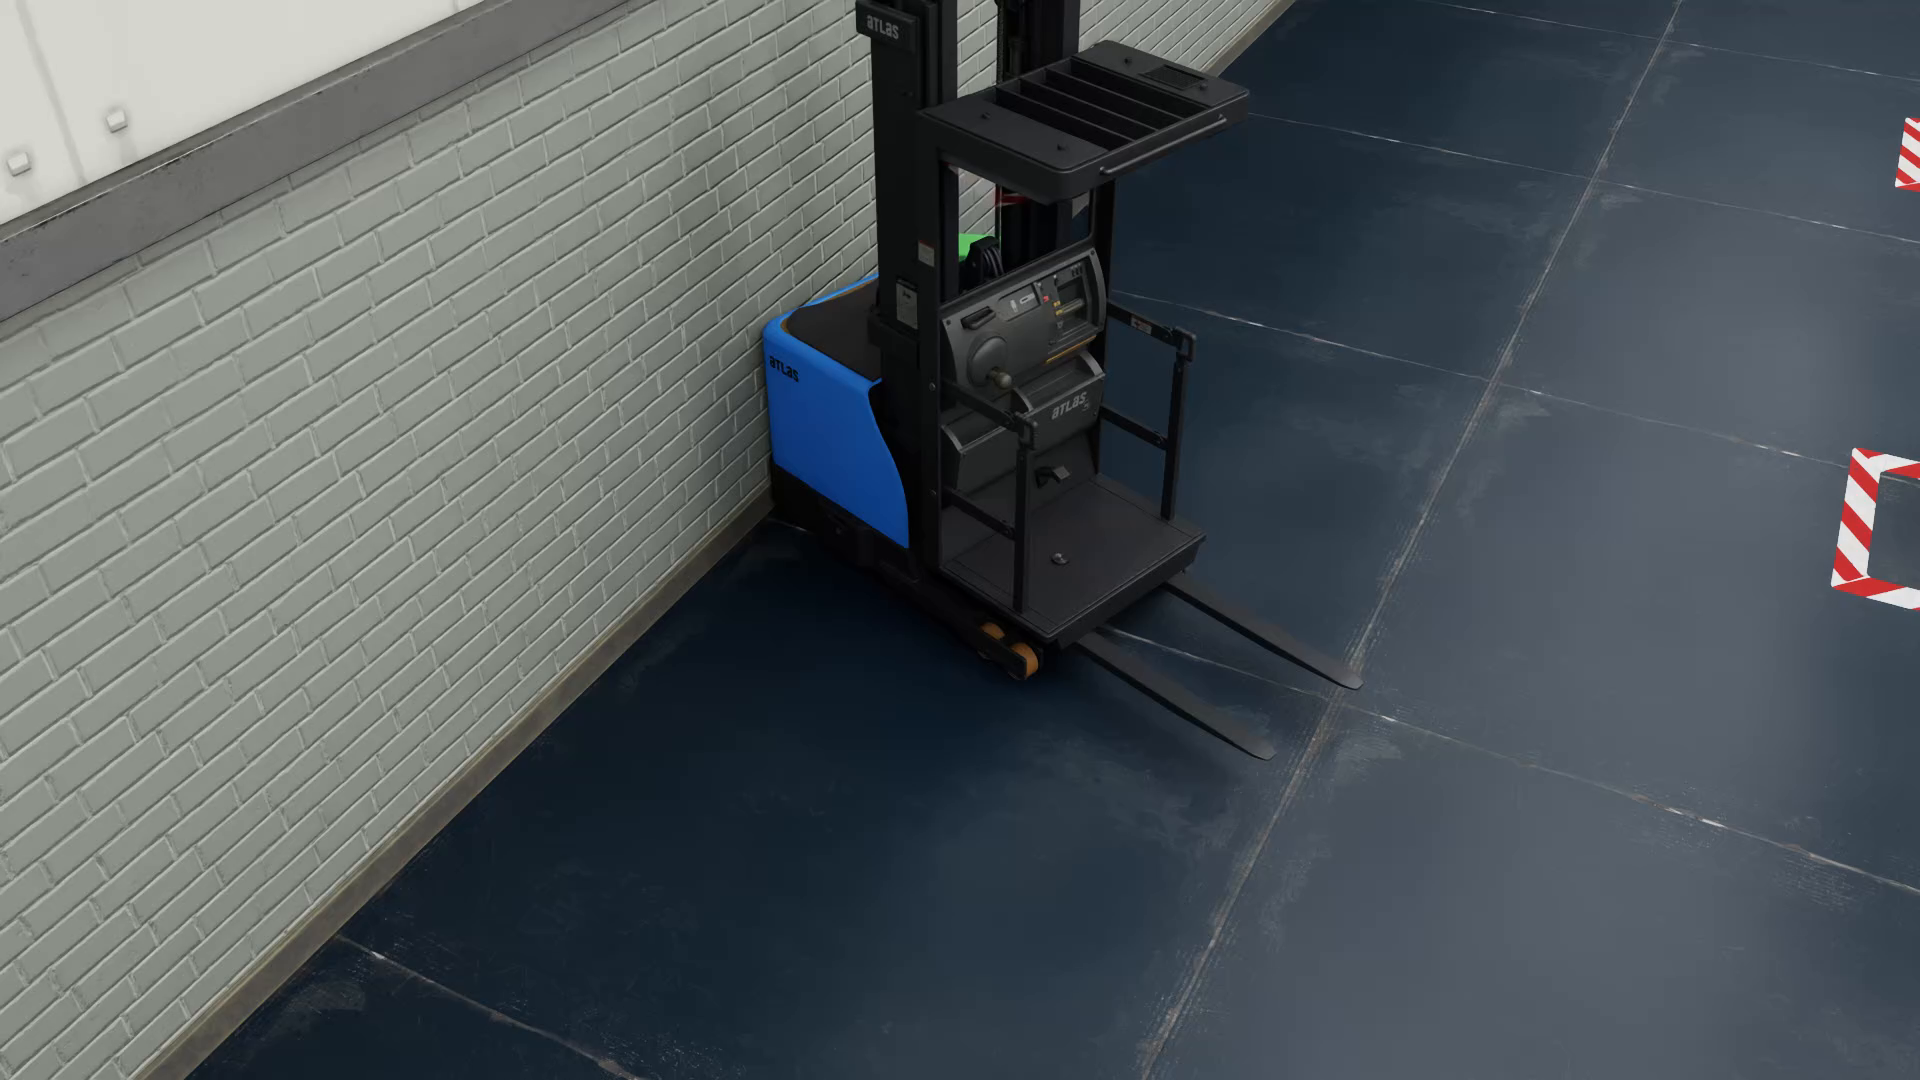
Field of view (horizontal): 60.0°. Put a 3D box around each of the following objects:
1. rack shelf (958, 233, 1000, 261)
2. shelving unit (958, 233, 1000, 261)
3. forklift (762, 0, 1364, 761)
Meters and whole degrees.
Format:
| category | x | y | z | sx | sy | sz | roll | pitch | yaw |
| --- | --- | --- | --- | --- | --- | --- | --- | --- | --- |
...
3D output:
| category | x | y | z | sx | sy | sz | roll | pitch | yaw |
| --- | --- | --- | --- | --- | --- | --- | --- | --- | --- |
| rack shelf | 0.081 | -1.452 | 8.501 | 0.480 | 0.148 | 0.258 | 4 | 37 | 5 |
| shelving unit | 0.081 | -1.119 | 8.751 | 0.503 | 1.200 | 0.258 | 4 | 37 | 5 |
| forklift | 0.434 | -0.896 | 7.026 | 1.130 | 2.935 | 3.031 | -30 | 47 | -34 |
